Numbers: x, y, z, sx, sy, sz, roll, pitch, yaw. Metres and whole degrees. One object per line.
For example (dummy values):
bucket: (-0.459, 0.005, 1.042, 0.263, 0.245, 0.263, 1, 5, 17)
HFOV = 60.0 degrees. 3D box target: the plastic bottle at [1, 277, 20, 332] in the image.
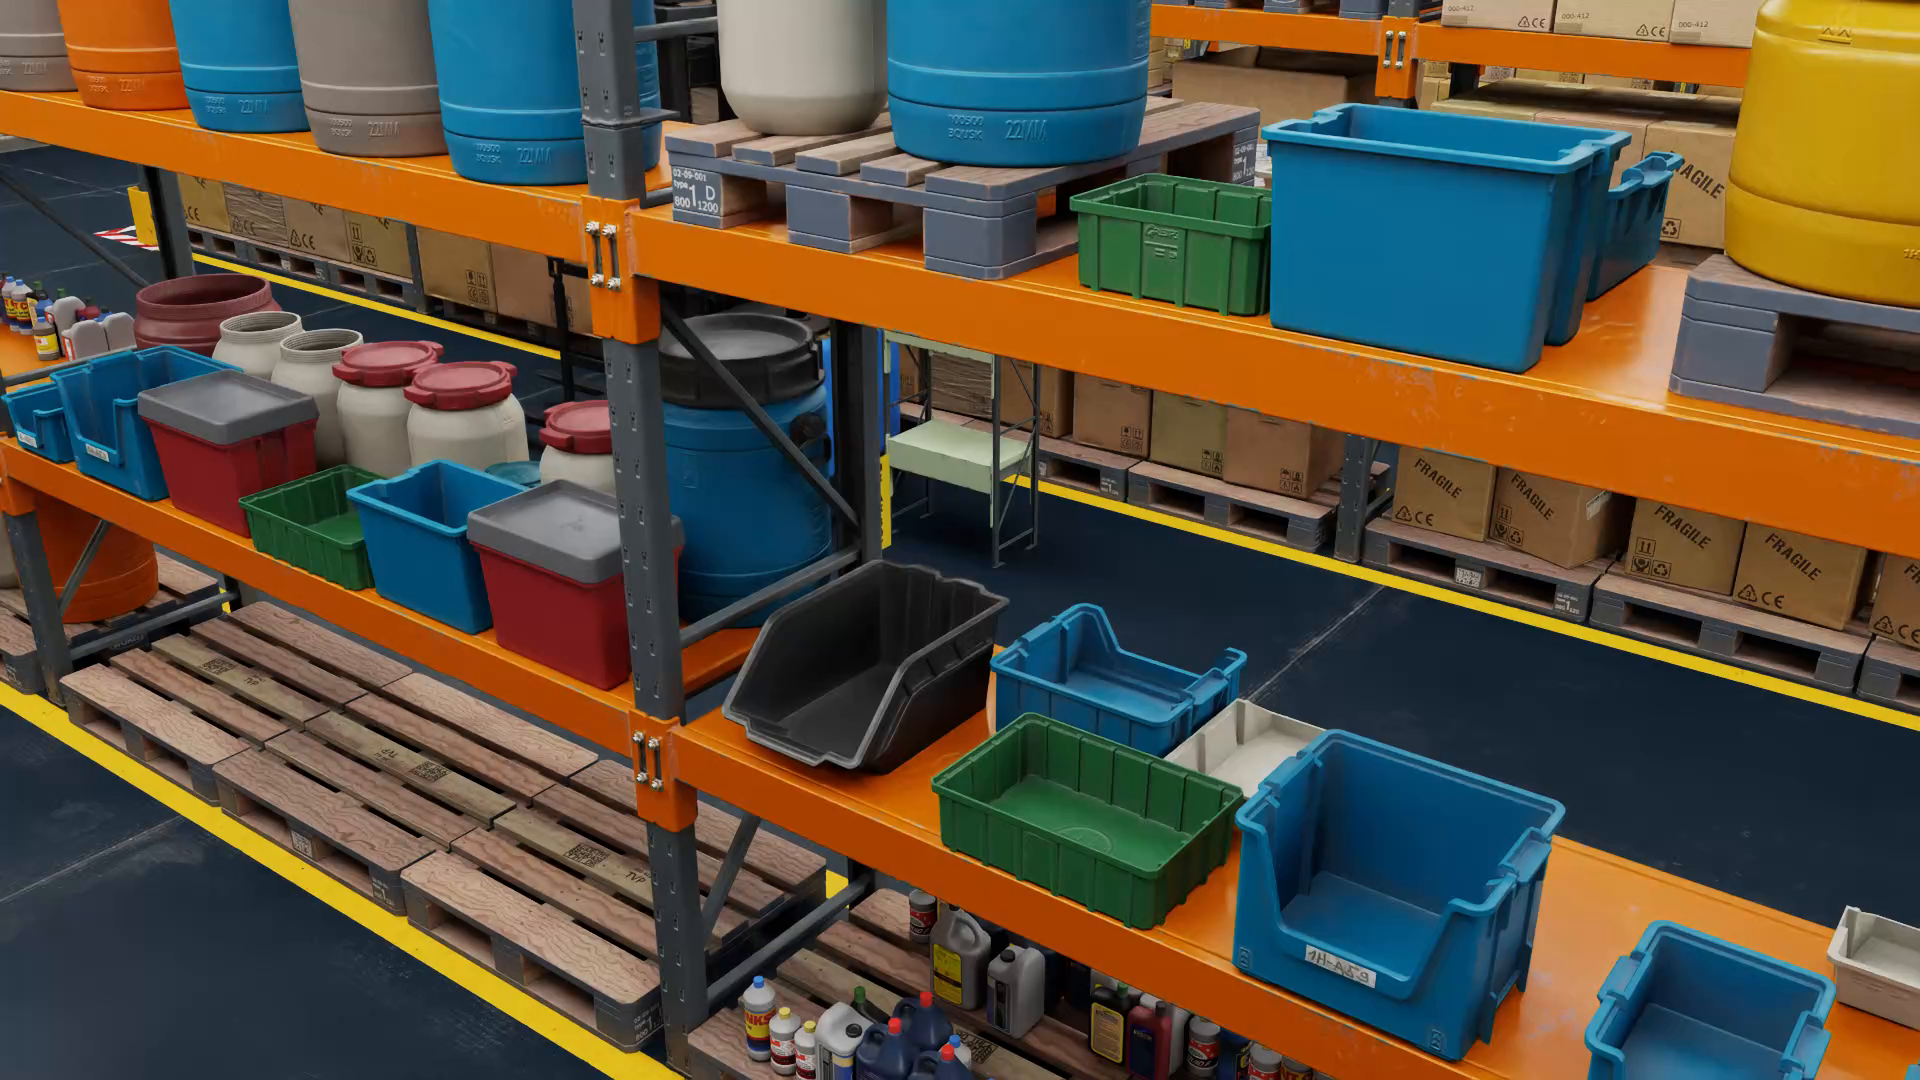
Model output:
plastic bottle: (-4.770, -1.193, 8.398, 0.097, 0.271, 0.097, 0, 24, 0)

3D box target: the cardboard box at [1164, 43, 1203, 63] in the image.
cardboard box: (1.958, -4.352, 14.829, 0.250, 0.149, 0.380, 18, 30, 36)

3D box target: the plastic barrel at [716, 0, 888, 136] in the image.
plastic barrel: (-0.374, -1.264, 4.020, 0.421, 0.512, 0.421, 0, 24, 0)

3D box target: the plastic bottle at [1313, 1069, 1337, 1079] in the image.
plastic bottle: (1.062, 1.577, 4.789, 0.097, 0.271, 0.097, 0, 24, 0)

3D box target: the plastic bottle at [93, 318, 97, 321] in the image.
plastic bottle: (-4.108, -0.962, 7.958, 0.097, 0.201, 0.097, 0, 24, 0)

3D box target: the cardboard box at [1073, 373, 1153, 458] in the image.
cardboard box: (1.073, -0.883, 10.089, 0.500, 0.500, 0.700, 14, 27, 29)

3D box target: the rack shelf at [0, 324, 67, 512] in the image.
rack shelf: (-5.402, -0.937, 8.550, 4.000, 0.370, 1.077, 17, 29, 33)

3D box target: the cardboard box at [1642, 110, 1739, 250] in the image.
cardboard box: (3.378, -1.621, 7.476, 0.500, 0.500, 0.500, 17, 29, 33)

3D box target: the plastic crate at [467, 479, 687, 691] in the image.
plastic crate: (-1.172, 0.137, 5.140, 0.583, 0.464, 0.402, 17, 29, 33)

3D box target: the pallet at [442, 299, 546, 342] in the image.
pallet: (-3.369, -1.910, 13.323, 1.213, 0.211, 1.003, 17, 29, 33)

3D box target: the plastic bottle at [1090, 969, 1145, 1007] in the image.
plastic bottle: (0.499, 1.382, 5.132, 0.185, 0.351, 0.144, 17, 29, 33)

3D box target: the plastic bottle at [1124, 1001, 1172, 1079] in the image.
plastic bottle: (0.564, 1.488, 4.975, 0.133, 0.283, 0.061, 17, 29, 33)

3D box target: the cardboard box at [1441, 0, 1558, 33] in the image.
cardboard box: (2.576, -2.526, 7.730, 0.500, 0.250, 0.500, 16, 28, 31)

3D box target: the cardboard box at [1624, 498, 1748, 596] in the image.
cardboard box: (3.673, -0.092, 8.317, 0.500, 0.500, 0.500, 14, 27, 29)

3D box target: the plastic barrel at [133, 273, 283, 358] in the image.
plastic barrel: (-3.248, -0.831, 7.247, 0.708, 0.536, 0.600, 17, 29, 33)

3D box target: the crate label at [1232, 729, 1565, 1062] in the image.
crate label: (0.965, 0.777, 3.721, 0.616, 0.435, 0.502, 17, 29, 33)

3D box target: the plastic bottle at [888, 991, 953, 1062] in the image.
plastic bottle: (-0.117, 1.478, 4.916, 0.185, 0.351, 0.144, 17, 29, 33)

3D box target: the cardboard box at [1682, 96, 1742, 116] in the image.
cardboard box: (3.695, -1.792, 7.863, 0.500, 0.500, 0.500, 17, 29, 33)

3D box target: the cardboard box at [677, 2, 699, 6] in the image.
cardboard box: (-2.744, -5.511, 17.544, 0.500, 0.500, 0.500, 16, 28, 32)

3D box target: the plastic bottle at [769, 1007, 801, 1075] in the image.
plastic bottle: (-0.527, 1.506, 5.036, 0.097, 0.201, 0.097, 0, 24, 0)

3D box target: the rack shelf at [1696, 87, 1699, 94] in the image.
rack shelf: (6.713, -4.766, 17.238, 4.000, 0.370, 1.077, 17, 29, 33)

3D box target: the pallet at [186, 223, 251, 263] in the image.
pallet: (-6.546, -2.871, 15.505, 1.213, 0.211, 1.003, 17, 29, 33)

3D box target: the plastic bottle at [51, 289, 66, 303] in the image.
plastic bottle: (-4.404, -1.098, 8.166, 0.133, 0.283, 0.061, 17, 29, 33)

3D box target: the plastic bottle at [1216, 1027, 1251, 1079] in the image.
plastic bottle: (0.820, 1.504, 4.955, 0.097, 0.271, 0.097, 0, 24, 0)

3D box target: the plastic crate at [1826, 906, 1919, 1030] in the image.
plastic crate: (2.077, 0.952, 3.696, 0.250, 0.136, 0.298, 17, 29, 33)

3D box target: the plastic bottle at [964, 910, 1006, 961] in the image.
plastic bottle: (0.087, 1.258, 5.415, 0.185, 0.351, 0.144, 16, 28, 32)

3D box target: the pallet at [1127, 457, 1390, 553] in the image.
pallet: (1.746, -0.326, 9.727, 1.213, 0.211, 1.003, 17, 29, 33)

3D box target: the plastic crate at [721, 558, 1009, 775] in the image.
plastic crate: (-0.258, 0.380, 4.744, 0.504, 0.338, 0.767, 17, 29, 33)

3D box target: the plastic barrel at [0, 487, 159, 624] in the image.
plastic barrel: (-4.203, -0.095, 7.916, 0.708, 0.830, 0.600, 17, 29, 33)

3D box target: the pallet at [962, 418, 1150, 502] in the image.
pallet: (0.765, -0.620, 10.396, 1.213, 0.211, 1.003, 17, 29, 33)

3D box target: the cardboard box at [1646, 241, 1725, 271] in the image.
cardboard box: (3.532, -1.246, 7.865, 0.500, 0.500, 0.875, 17, 29, 33)

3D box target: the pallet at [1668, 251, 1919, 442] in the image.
pallet: (1.997, -0.366, 2.875, 1.213, 0.211, 1.003, 17, 29, 33)

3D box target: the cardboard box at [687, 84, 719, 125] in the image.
cardboard box: (-1.406, -3.068, 11.125, 0.637, 0.503, 0.797, 18, 29, 35)

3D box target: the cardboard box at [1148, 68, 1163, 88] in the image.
cardboard box: (1.554, -4.005, 14.411, 0.250, 0.149, 0.380, 17, 29, 34)

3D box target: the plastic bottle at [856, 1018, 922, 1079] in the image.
plastic bottle: (-0.204, 1.524, 4.810, 0.185, 0.351, 0.144, 18, 29, 35)

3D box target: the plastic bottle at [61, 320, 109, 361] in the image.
plastic bottle: (-4.045, -0.886, 7.695, 0.135, 0.276, 0.152, 17, 29, 33)

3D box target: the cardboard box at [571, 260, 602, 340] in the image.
cardboard box: (-2.079, -1.993, 12.166, 0.875, 0.875, 1.225, 17, 29, 33)

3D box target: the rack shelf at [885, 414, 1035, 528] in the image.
rack shelf: (0.005, -0.386, 9.075, 0.720, 0.370, 0.431, 17, 29, 33)

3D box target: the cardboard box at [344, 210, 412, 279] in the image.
cardboard box: (-4.512, -2.754, 13.894, 0.875, 0.875, 0.875, 17, 29, 33)

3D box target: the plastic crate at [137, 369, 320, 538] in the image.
plastic crate: (-2.692, -0.323, 6.183, 0.583, 0.464, 0.402, 17, 29, 33)

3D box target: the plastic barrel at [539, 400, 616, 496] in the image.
plastic barrel: (-1.235, -0.180, 5.770, 0.433, 0.535, 0.433, 0, 24, 0)

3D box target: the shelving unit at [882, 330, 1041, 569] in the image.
shelving unit: (0.005, -0.685, 8.944, 0.755, 1.500, 0.431, 17, 29, 33)

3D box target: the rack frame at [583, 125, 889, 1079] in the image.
rack frame: (-0.601, 0.184, 5.112, 0.127, 3.000, 1.000, 17, 29, 33)

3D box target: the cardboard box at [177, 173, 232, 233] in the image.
cardboard box: (-6.672, -3.407, 15.376, 0.875, 0.875, 0.875, 17, 29, 33)

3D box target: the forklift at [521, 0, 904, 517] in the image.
forklift: (-1.827, -1.831, 9.771, 3.031, 2.935, 1.130, 16, 28, 32)

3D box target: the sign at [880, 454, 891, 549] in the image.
sign: (-0.262, -0.117, 5.453, 0.005, 0.325, 0.100, 17, 29, 33)

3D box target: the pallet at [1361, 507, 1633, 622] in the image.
pallet: (2.928, 0.013, 8.958, 1.213, 0.211, 1.003, 17, 29, 33)

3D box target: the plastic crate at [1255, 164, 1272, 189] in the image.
plastic crate: (0.926, -0.810, 3.975, 0.396, 0.136, 0.243, 17, 29, 33)

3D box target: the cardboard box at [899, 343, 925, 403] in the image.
cardboard box: (-0.283, -1.283, 10.996, 0.500, 0.500, 0.700, 15, 28, 31)

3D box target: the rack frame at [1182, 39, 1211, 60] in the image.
rack frame: (2.225, -3.957, 14.510, 0.127, 3.000, 1.000, 17, 29, 33)

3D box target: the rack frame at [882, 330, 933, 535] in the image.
rack frame: (-0.288, -0.773, 9.145, 0.023, 1.500, 0.400, 17, 29, 33)

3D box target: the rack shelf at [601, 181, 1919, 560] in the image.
rack shelf: (1.000, -0.376, 3.554, 4.000, 0.370, 1.077, 17, 29, 33)

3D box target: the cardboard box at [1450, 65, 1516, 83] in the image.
cardboard box: (4.208, -3.857, 12.920, 0.500, 0.500, 0.700, 17, 29, 34)

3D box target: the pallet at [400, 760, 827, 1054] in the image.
pallet: (-1.252, 1.283, 6.077, 1.213, 0.211, 1.003, 17, 29, 33)

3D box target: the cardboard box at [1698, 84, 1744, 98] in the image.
cardboard box: (5.700, -3.452, 11.839, 0.550, 0.550, 0.875, 17, 29, 33)

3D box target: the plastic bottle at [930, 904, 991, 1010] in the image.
plastic bottle: (0.001, 1.304, 5.309, 0.185, 0.351, 0.144, 17, 29, 33)

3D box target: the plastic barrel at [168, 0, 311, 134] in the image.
plastic barrel: (-2.185, -1.787, 5.244, 0.708, 0.901, 0.600, 17, 29, 33)

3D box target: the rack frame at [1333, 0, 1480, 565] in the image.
rack frame: (2.370, -1.414, 8.739, 0.127, 3.000, 1.000, 17, 29, 33)

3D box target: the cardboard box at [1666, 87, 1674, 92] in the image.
cardboard box: (5.166, -3.249, 12.781, 0.500, 0.500, 0.500, 17, 29, 34)

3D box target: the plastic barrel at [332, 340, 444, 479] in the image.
plastic barrel: (-2.168, -0.462, 6.410, 0.433, 0.535, 0.433, 0, 24, 0)
